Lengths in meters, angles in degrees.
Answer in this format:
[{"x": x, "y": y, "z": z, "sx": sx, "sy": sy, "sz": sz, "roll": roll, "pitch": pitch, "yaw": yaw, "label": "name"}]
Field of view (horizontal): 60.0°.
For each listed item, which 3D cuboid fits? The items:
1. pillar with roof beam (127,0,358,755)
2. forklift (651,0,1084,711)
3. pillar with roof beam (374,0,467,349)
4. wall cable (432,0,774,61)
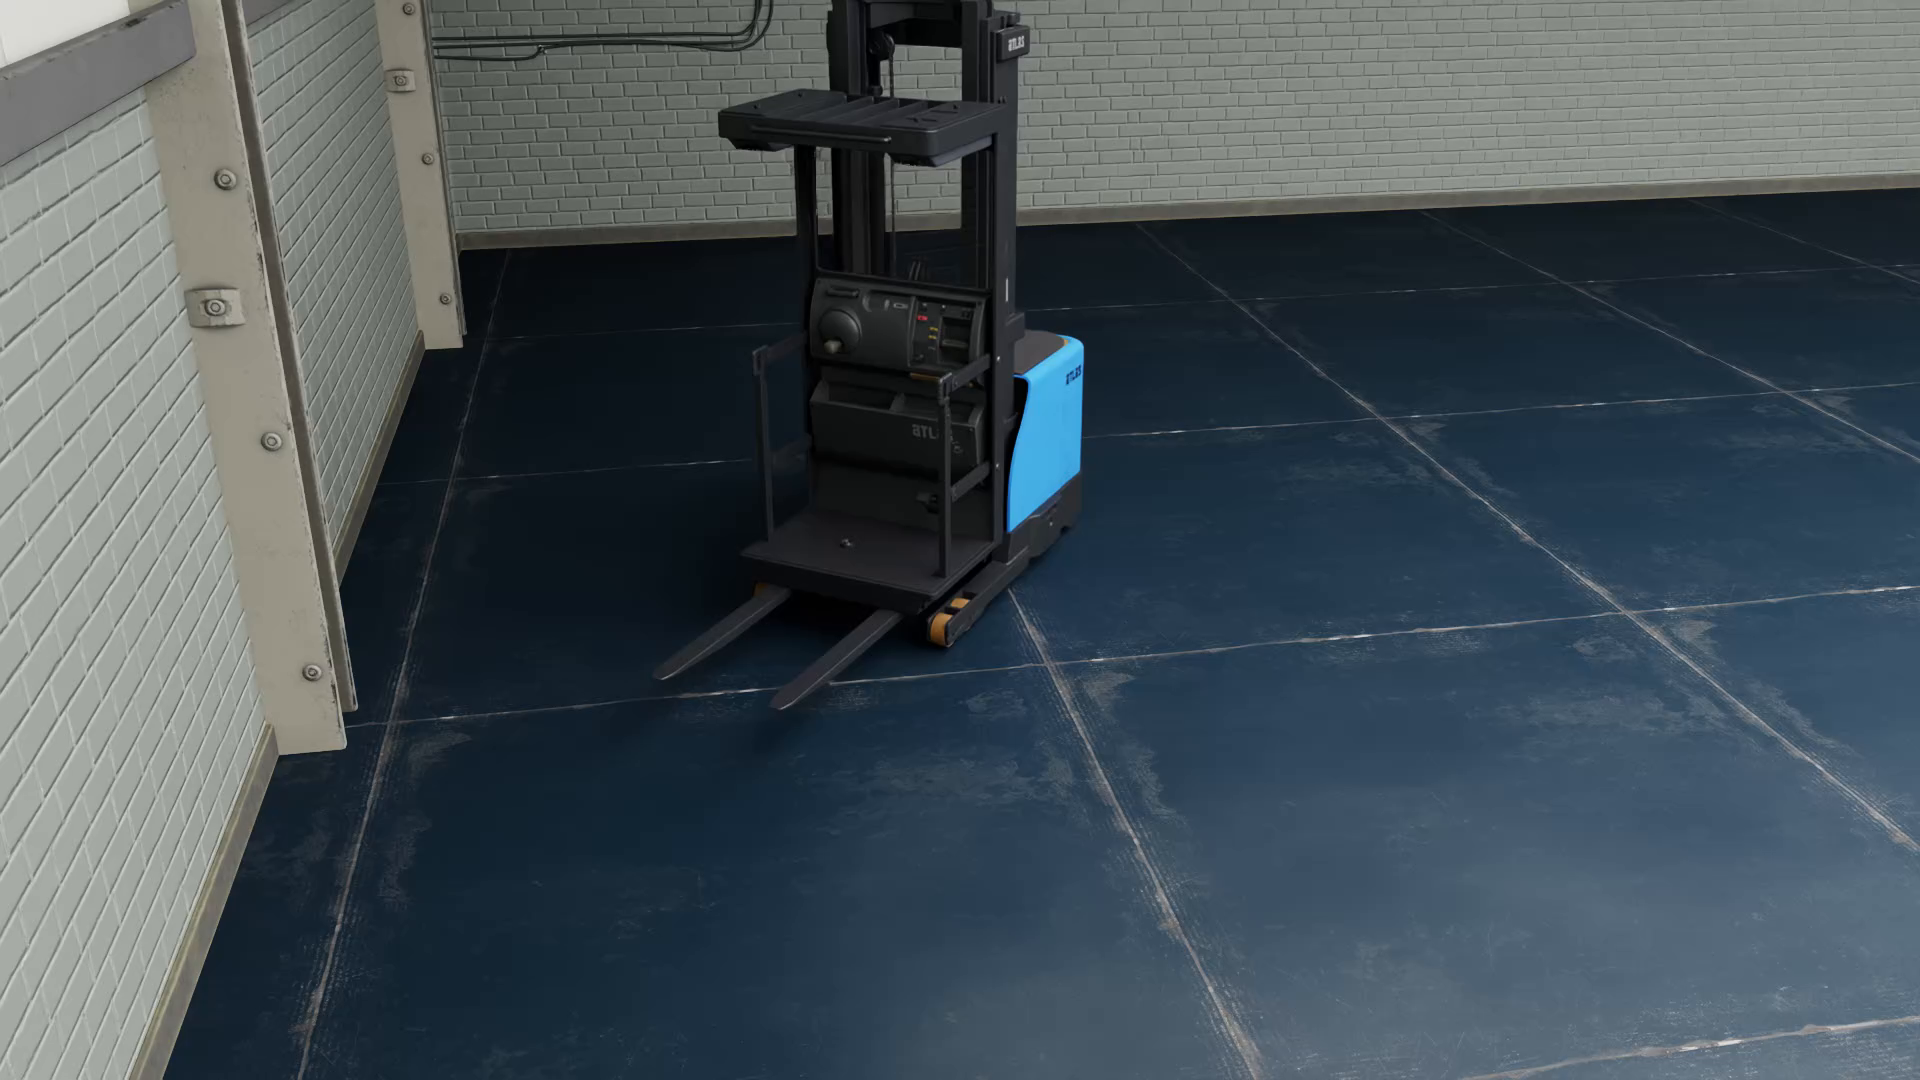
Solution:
[{"x": 1.386, "y": -3.606, "z": 6.264, "sx": 9.100, "sy": 9.000, "sz": 0.400, "roll": -4, "pitch": 24, "yaw": -10, "label": "pillar with roof beam"}, {"x": -0.403, "y": -1.022, "z": 7.929, "sx": 1.130, "sy": 2.935, "sz": 3.031, "roll": 11, "pitch": 26, "yaw": 23, "label": "forklift"}, {"x": 0.277, "y": -5.966, "z": 11.668, "sx": 9.100, "sy": 9.000, "sz": 0.400, "roll": -4, "pitch": 24, "yaw": -10, "label": "pillar with roof beam"}, {"x": -3.199, "y": -5.481, "z": 14.437, "sx": 3.097, "sy": 2.526, "sz": 0.112, "roll": -4, "pitch": 24, "yaw": -10, "label": "wall cable"}]
